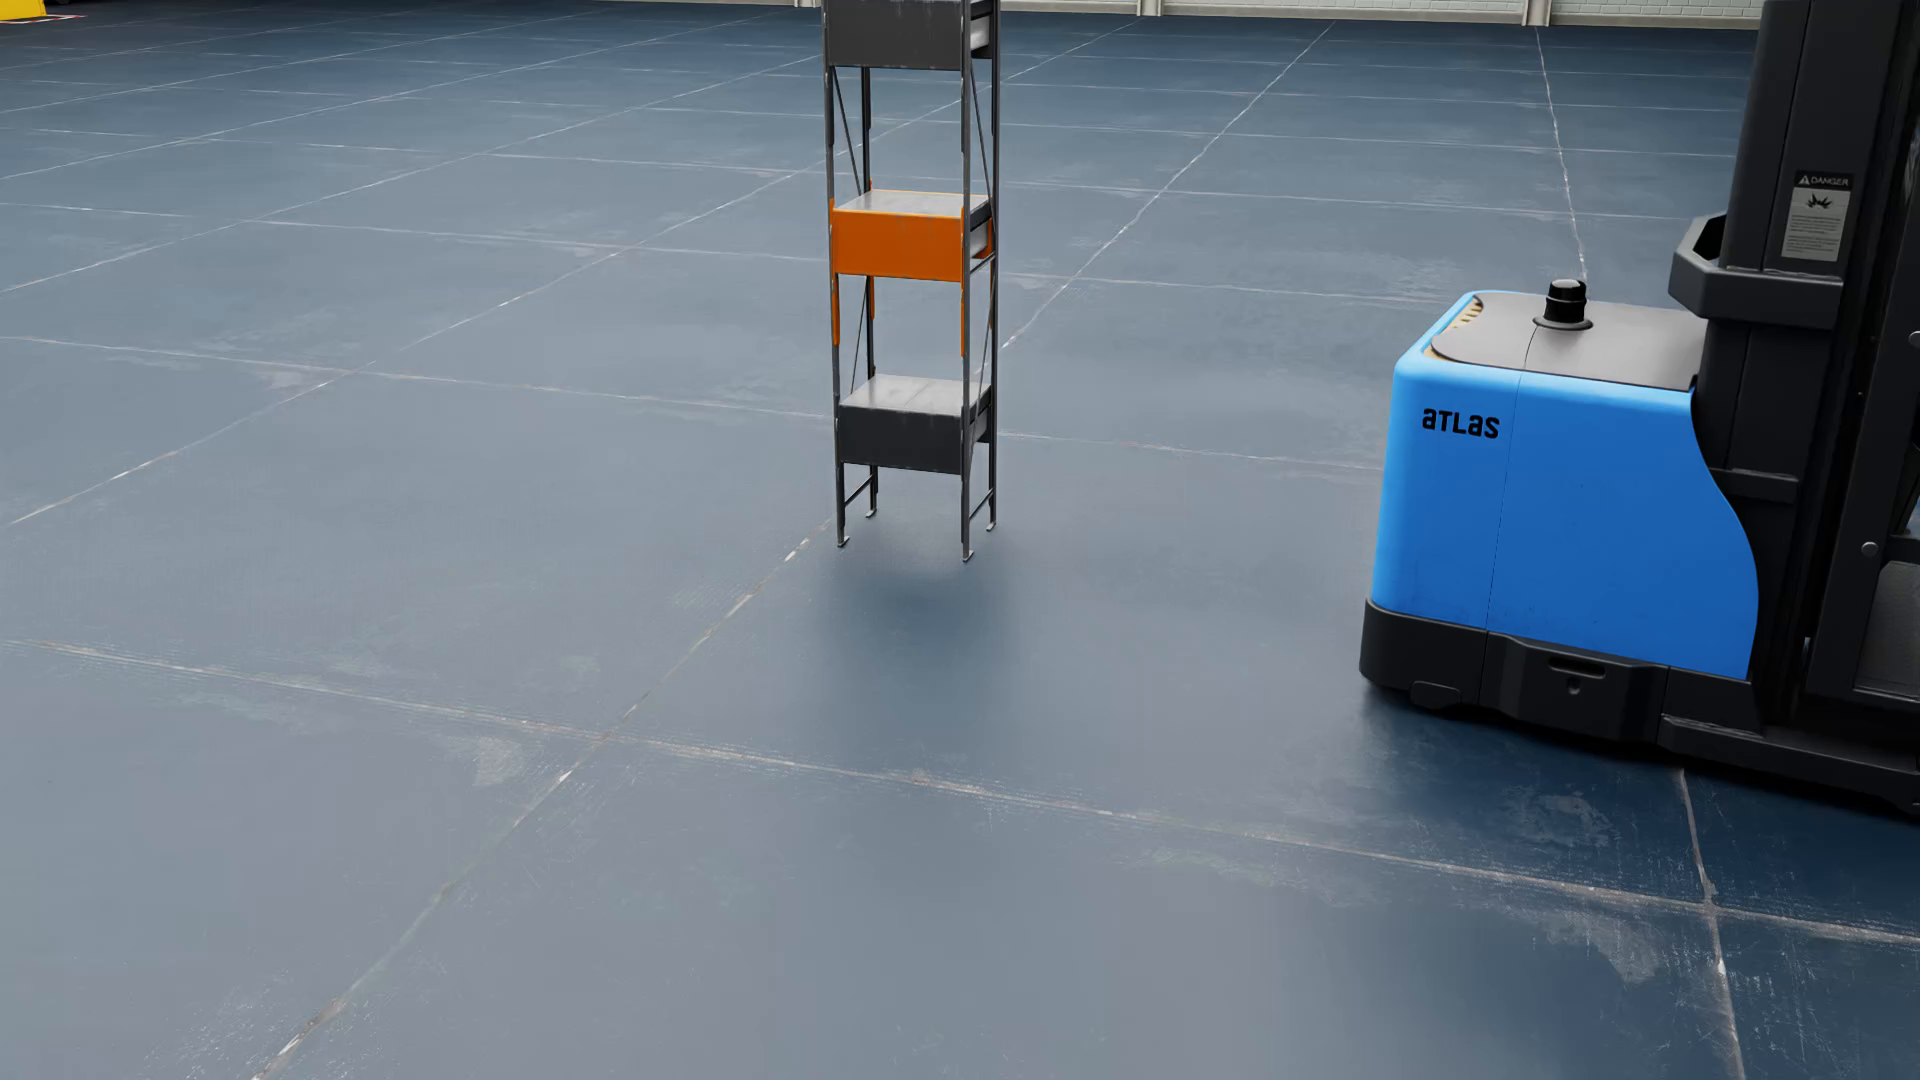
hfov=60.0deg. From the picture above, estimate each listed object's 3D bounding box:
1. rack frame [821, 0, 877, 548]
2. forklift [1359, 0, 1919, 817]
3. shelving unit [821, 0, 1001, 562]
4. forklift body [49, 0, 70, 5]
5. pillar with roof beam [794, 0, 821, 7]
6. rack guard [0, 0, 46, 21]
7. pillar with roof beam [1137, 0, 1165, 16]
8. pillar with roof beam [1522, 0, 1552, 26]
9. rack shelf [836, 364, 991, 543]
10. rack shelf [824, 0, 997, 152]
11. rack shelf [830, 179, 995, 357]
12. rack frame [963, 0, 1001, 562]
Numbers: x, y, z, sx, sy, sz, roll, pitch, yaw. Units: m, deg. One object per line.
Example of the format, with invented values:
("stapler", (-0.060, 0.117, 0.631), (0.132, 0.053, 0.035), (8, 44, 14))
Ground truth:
("rack frame", (-0.392, -1.016, 5.981), (0.015, 2.100, 0.400), (7, 23, 16))
("forklift", (2.773, -0.778, 4.304), (3.031, 2.935, 1.130), (11, 25, 25))
("shelving unit", (-0.158, -0.990, 5.916), (0.503, 2.100, 0.431), (7, 23, 16))
("forklift body", (-16.052, -10.702, 29.526), (1.214, 2.155, 2.313), (7, 23, 16))
("pillar with roof beam", (-3.871, -11.849, 23.300), (0.400, 9.000, 9.100), (7, 23, 16))
("rack guard", (-15.213, -8.598, 26.571), (0.348, 0.500, 1.175), (7, 23, 16))
("pillar with roof beam", (1.873, -11.192, 21.696), (0.400, 9.000, 9.100), (7, 23, 16))
("pillar with roof beam", (7.617, -10.534, 20.093), (0.400, 9.000, 9.100), (7, 23, 16))
("rack shelf", (-0.158, -0.329, 6.187), (0.480, 0.518, 0.431), (7, 23, 16))
("rack shelf", (-0.158, -1.625, 5.655), (0.480, 0.518, 0.431), (7, 23, 16))
("rack shelf", (-0.158, -0.977, 5.921), (0.480, 0.518, 0.431), (7, 23, 16))
("rack frame", (0.075, -0.963, 5.851), (0.015, 2.100, 0.400), (7, 23, 16))
